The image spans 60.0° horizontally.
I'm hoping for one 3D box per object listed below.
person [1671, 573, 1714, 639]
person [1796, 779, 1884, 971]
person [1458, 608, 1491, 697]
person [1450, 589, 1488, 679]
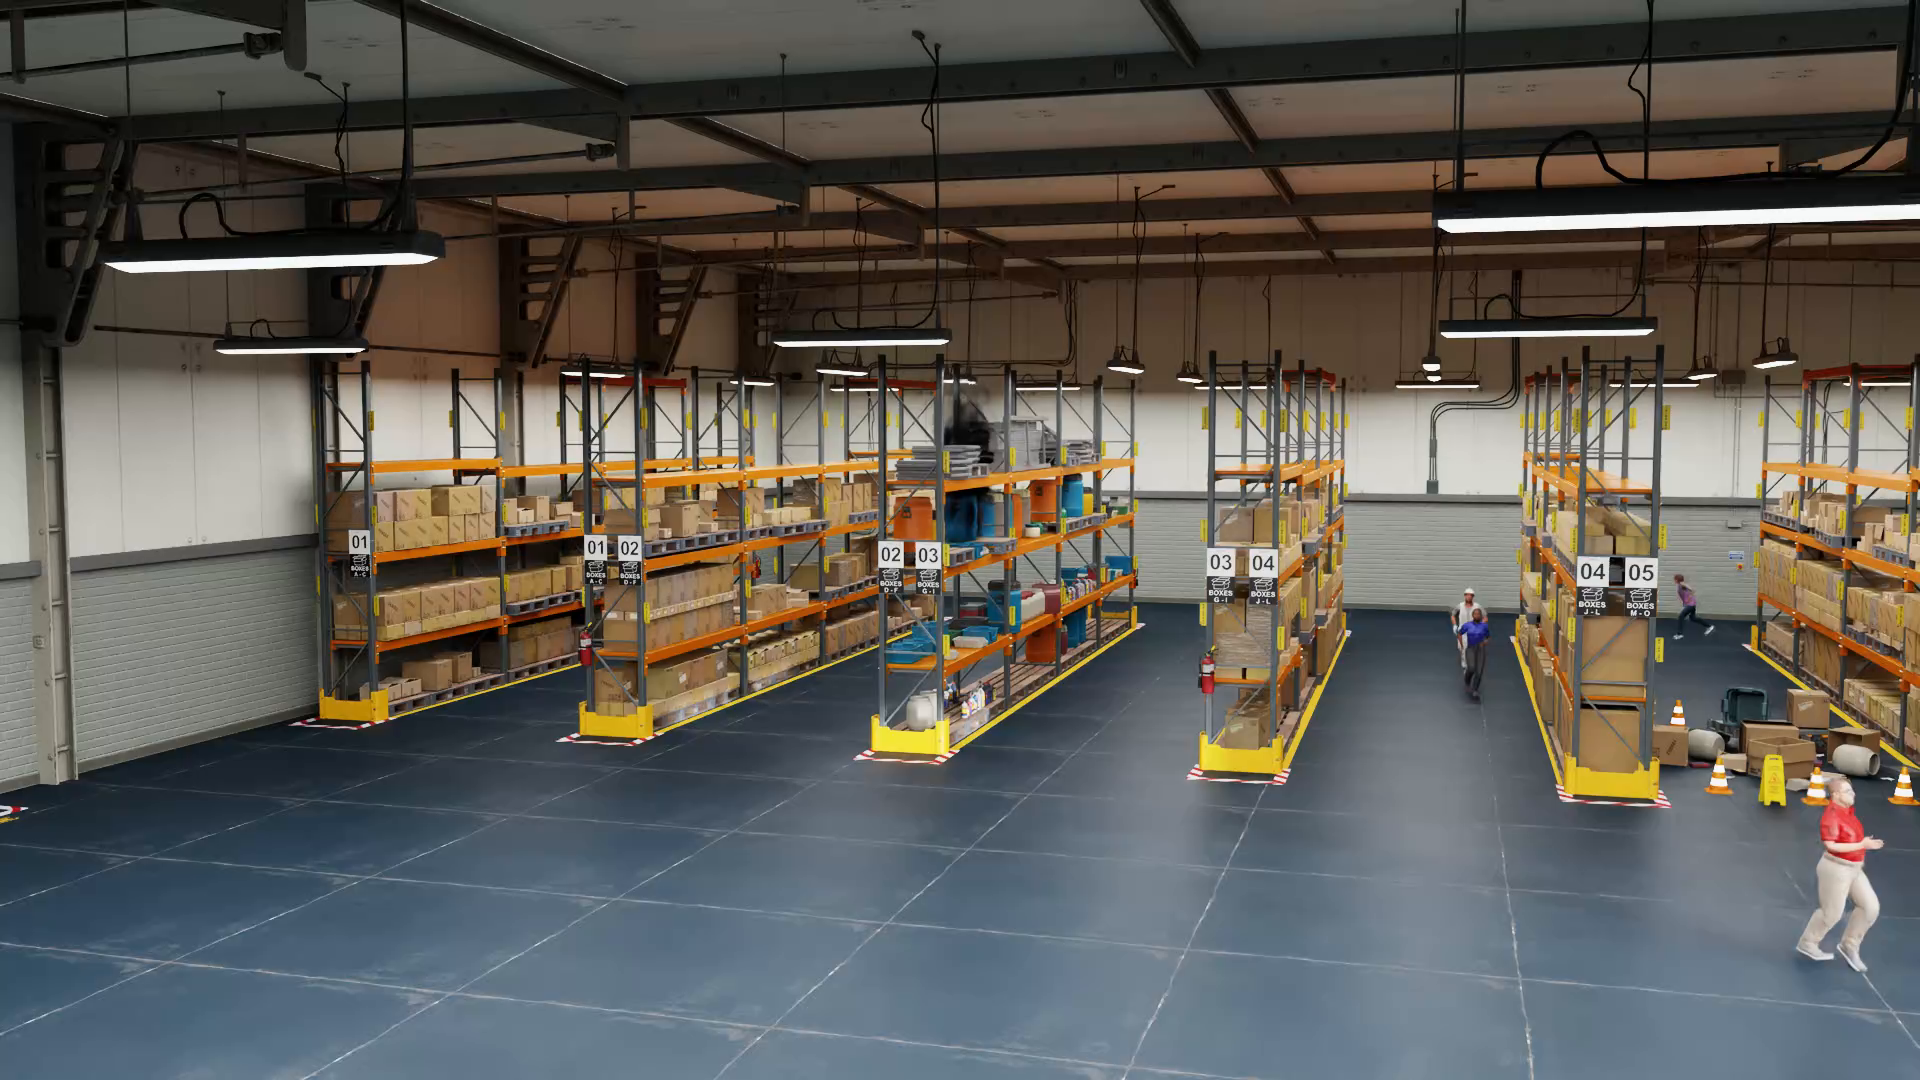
[{"bbox_3d":[16.791,1.539,38.057,0.907,1.549,0.566,1,4,11],"label":"person"},{"bbox_3d":[8.066,3.072,15.184,0.640,1.786,0.726,-3,5,-39],"label":"person"},{"bbox_3d":[9.307,2.043,30.039,0.560,1.615,0.576,1,4,8],"label":"person"},{"bbox_3d":[9.916,1.813,32.416,0.698,1.747,0.724,1,4,20],"label":"person"}]
